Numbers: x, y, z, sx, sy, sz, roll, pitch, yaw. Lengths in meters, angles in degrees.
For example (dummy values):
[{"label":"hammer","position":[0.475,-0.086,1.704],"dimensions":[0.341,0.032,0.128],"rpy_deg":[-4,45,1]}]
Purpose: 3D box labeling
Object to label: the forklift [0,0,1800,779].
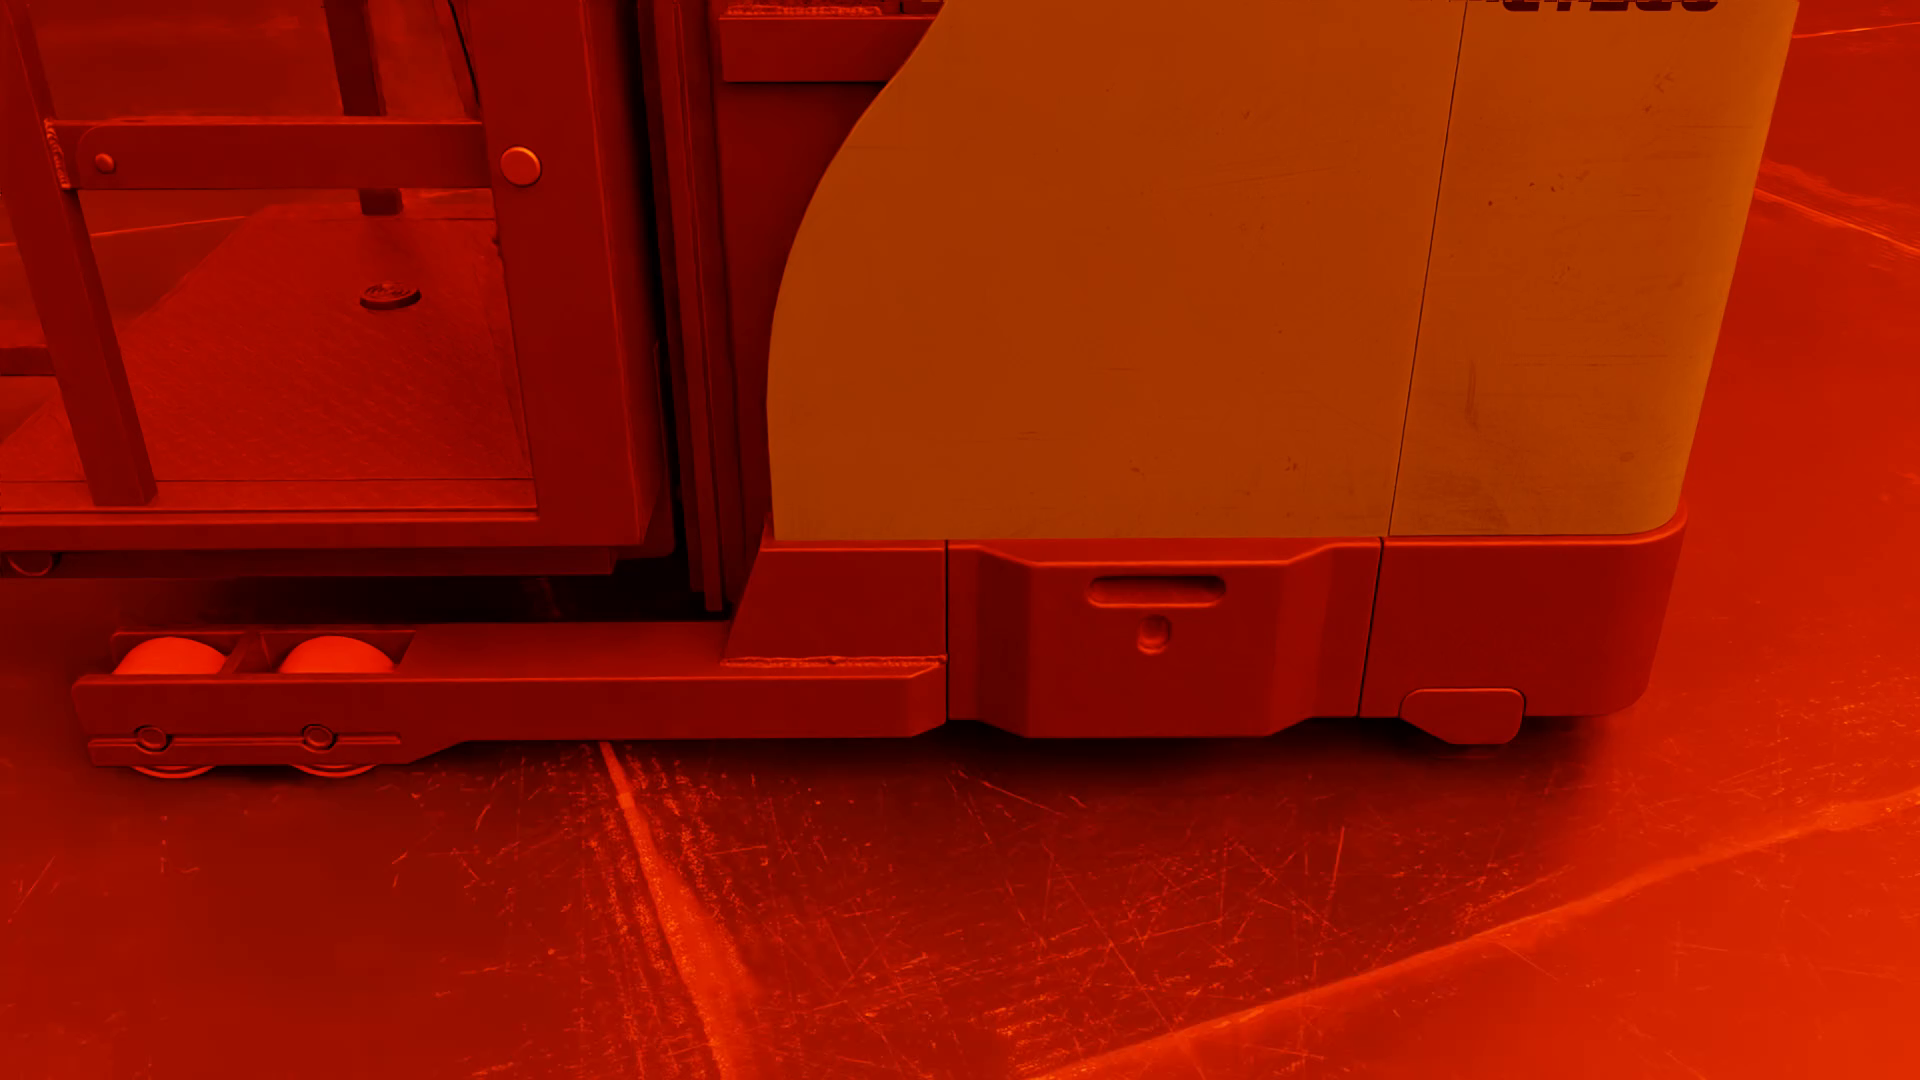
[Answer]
[{"label":"forklift","position":[-0.668,-1.251,1.736],"dimensions":[3.031,2.935,1.130],"rpy_deg":[0,30,-1]}]
